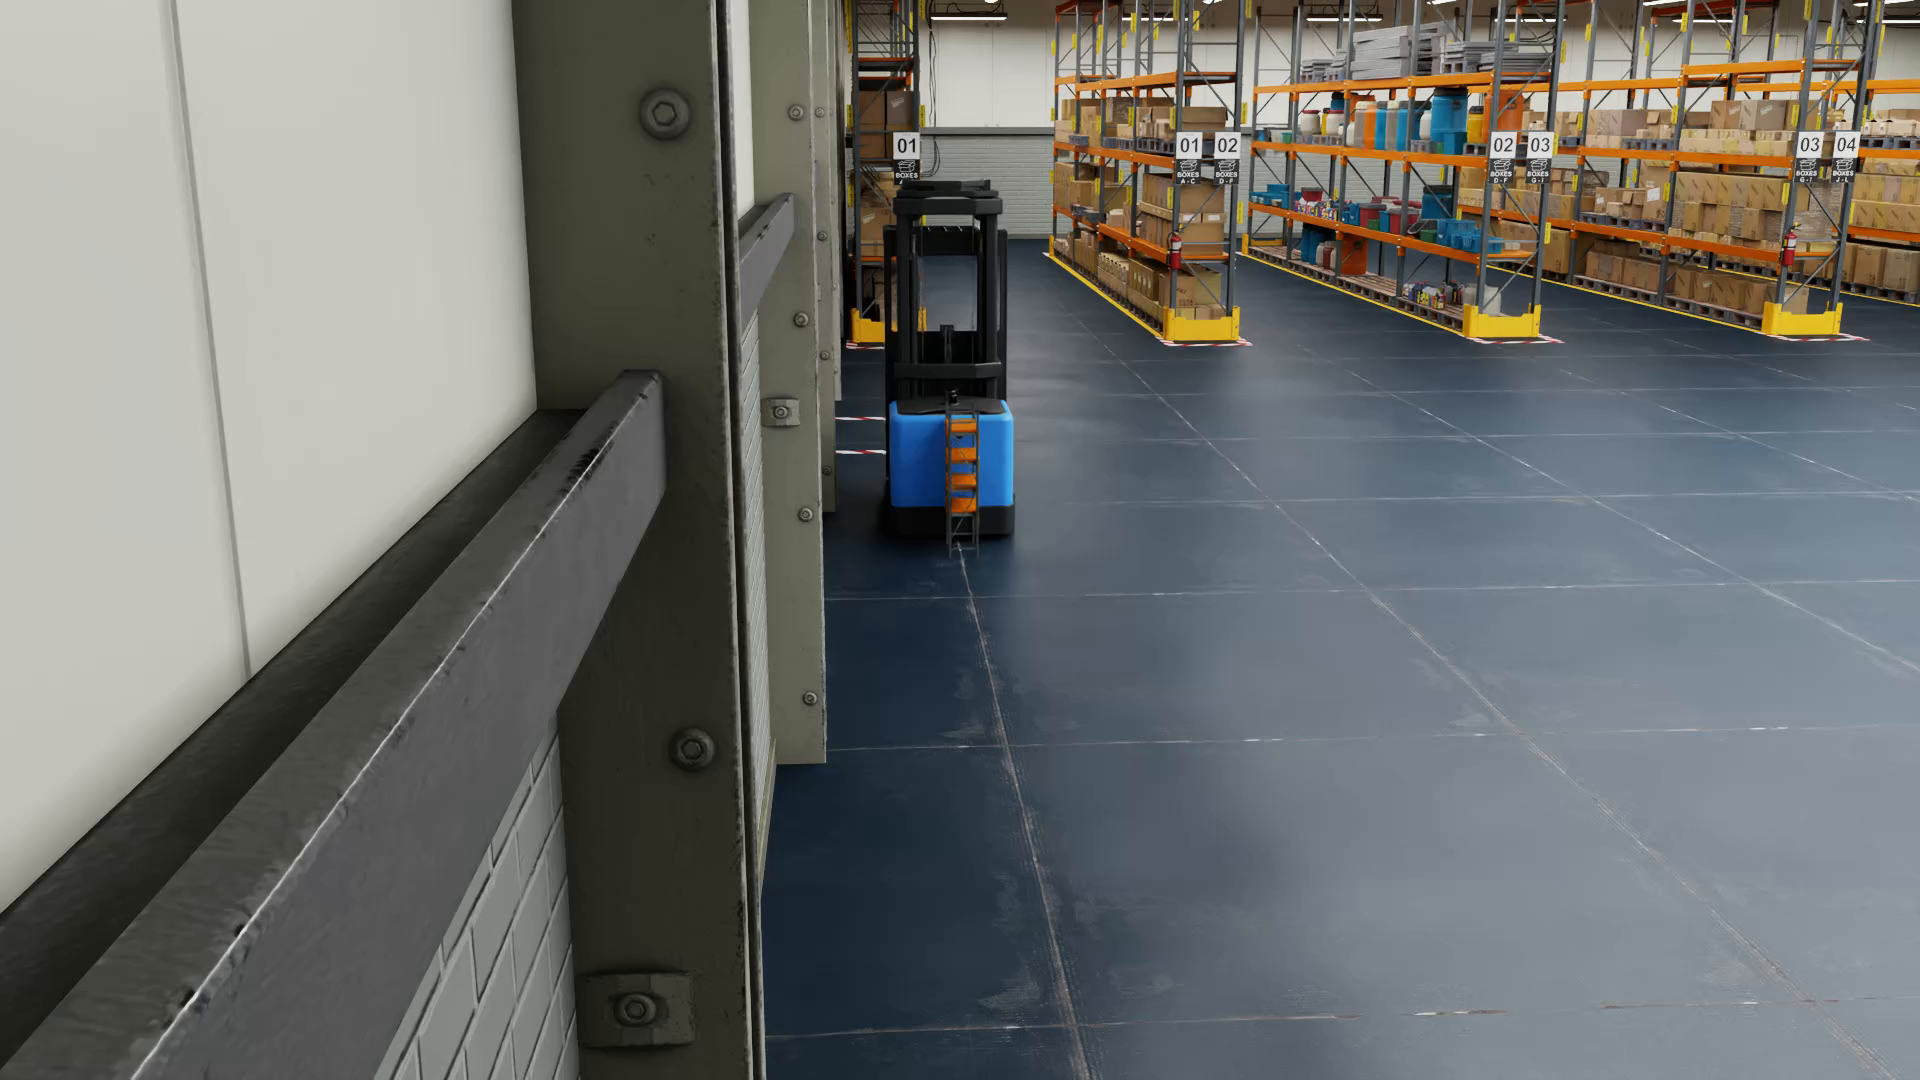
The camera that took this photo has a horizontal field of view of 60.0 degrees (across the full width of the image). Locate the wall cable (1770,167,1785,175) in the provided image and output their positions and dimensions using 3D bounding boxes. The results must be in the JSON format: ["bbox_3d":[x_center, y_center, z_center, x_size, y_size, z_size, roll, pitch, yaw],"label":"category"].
[{"bbox_3d":[23.654,-10.859,48.172,0.588,1.984,0.122,-1,14,-3],"label":"wall cable"}]

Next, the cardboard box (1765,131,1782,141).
[{"bbox_3d":[13.358,-6.578,27.055,0.380,0.149,0.250,-2,15,-6],"label":"cardboard box"}]

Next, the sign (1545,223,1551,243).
[{"bbox_3d":[9.318,-4.873,26.390,0.100,0.325,0.005,-1,14,-3],"label":"sign"}]

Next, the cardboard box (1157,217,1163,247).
[{"bbox_3d":[3.709,-5.206,28.038,0.700,0.500,0.500,0,14,-2],"label":"cardboard box"}]

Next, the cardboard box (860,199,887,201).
[{"bbox_3d":[-1.493,-5.501,28.142,0.500,0.500,0.500,0,14,-2],"label":"cardboard box"}]

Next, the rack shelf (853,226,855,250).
[{"bbox_3d":[-1.492,-5.722,31.691,1.077,0.370,4.000,-1,14,-3],"label":"rack shelf"}]

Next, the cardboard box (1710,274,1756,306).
[{"bbox_3d":[13.609,-4.400,29.281,0.500,0.500,0.500,-2,15,-8],"label":"cardboard box"}]

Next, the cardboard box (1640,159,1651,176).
[{"bbox_3d":[17.440,-9.400,41.735,0.500,0.500,0.500,-1,14,-4],"label":"cardboard box"}]

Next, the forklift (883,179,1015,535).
[{"bbox_3d":[-0.140,-1.770,15.024,1.130,2.935,3.031,-1,14,-3],"label":"forklift"}]

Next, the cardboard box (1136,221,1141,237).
[{"bbox_3d":[3.502,-5.700,30.461,0.500,0.250,0.500,0,14,0],"label":"cardboard box"}]

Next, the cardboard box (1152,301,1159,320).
[{"bbox_3d":[3.453,-3.781,27.376,0.500,0.250,0.500,-1,14,-3],"label":"cardboard box"}]

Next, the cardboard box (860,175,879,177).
[{"bbox_3d":[-1.959,-7.499,34.809,0.500,0.250,0.500,-1,14,-5],"label":"cardboard box"}]

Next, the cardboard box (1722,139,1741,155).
[{"bbox_3d":[13.335,-6.681,28.253,0.500,0.250,0.500,-1,14,-4],"label":"cardboard box"}]

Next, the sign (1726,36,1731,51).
[{"bbox_3d":[17.382,-11.236,37.604,0.100,0.325,0.005,-1,14,-3],"label":"sign"}]

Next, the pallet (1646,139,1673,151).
[{"bbox_3d":[13.532,-7.320,30.812,1.213,0.211,1.003,-1,14,-3],"label":"pallet"}]

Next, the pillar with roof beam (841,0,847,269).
[{"bbox_3d":[1.527,-10.696,37.536,9.100,9.000,0.400,-1,14,-3],"label":"pillar with roof beam"}]

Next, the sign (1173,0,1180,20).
[{"bbox_3d":[3.282,-8.047,25.210,0.100,0.325,0.005,-1,14,-3],"label":"sign"}]

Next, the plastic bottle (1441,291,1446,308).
[{"bbox_3d":[8.335,-4.144,28.681,0.061,0.283,0.133,-1,14,-3],"label":"plastic bottle"}]

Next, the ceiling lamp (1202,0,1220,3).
[{"bbox_3d":[5.830,-13.206,35.579,0.800,3.185,2.000,-1,14,-3],"label":"ceiling lamp"}]

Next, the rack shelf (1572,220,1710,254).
[{"bbox_3d":[13.340,-5.952,32.583,1.077,0.370,4.000,-1,14,-3],"label":"rack shelf"}]

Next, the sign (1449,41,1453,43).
[{"bbox_3d":[12.166,-12.215,41.248,0.100,0.325,0.005,-1,14,-3],"label":"sign"}]

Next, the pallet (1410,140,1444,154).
[{"bbox_3d":[8.663,-6.910,29.221,1.213,0.211,1.003,-1,14,-3],"label":"pallet"}]

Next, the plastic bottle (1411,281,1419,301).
[{"bbox_3d":[8.156,-4.449,29.733,0.144,0.351,0.185,0,14,-2],"label":"plastic bottle"}]

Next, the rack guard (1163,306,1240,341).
[{"bbox_3d":[3.826,-3.439,26.391,1.175,0.500,0.348,-1,14,-3],"label":"rack guard"}]

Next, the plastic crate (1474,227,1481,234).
[{"bbox_3d":[8.860,-5.383,29.228,0.499,0.251,0.616,-1,14,-3],"label":"plastic crate"}]

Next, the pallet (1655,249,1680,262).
[{"bbox_3d":[17.769,-6.964,40.669,1.003,0.211,1.213,-1,14,-3],"label":"pallet"}]

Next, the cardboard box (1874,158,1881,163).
[{"bbox_3d":[22.476,-9.244,40.424,0.380,0.149,0.250,-1,14,-3],"label":"cardboard box"}]

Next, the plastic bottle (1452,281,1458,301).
[{"bbox_3d":[8.860,-4.453,29.747,0.144,0.351,0.185,-2,15,-6],"label":"plastic bottle"}]

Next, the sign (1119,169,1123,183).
[{"bbox_3d":[3.634,-8.211,37.594,0.100,0.325,0.005,-1,14,-3],"label":"sign"}]

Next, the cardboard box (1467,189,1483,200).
[{"bbox_3d":[12.585,-8.351,40.168,0.500,0.250,0.500,-1,14,-5],"label":"cardboard box"}]

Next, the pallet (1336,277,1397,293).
[{"bbox_3d":[8.282,-5.177,33.725,1.003,0.211,1.213,-1,14,-3],"label":"pallet"}]

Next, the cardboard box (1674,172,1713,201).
[{"bbox_3d":[13.238,-6.364,29.935,0.500,0.500,0.500,-1,14,-3],"label":"cardboard box"}]

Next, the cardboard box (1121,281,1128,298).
[{"bbox_3d":[3.261,-4.621,30.643,0.500,0.250,0.500,-1,14,-4],"label":"cardboard box"}]

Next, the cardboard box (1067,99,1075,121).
[{"bbox_3d":[2.903,-10.119,39.108,0.700,0.500,0.500,-1,14,-3],"label":"cardboard box"}]

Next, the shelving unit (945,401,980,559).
[{"bbox_3d":[0.016,-0.490,13.522,0.258,1.200,0.503,-1,14,-3],"label":"shelving unit"}]

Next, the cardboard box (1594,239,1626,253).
[{"bbox_3d":[13.287,-5.997,33.943,0.500,0.250,0.500,0,14,-1],"label":"cardboard box"}]

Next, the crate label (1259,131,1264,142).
[{"bbox_3d":[7.512,-9.857,40.595,0.408,0.251,0.502,-1,14,-3],"label":"crate label"}]

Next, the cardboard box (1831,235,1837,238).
[{"bbox_3d":[18.372,-6.380,35.473,0.500,0.250,0.500,-2,15,-6],"label":"cardboard box"}]

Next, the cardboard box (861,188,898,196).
[{"bbox_3d":[-1.576,-6.713,33.014,0.700,0.500,0.500,-3,15,-10],"label":"cardboard box"}]

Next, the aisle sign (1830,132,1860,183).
[{"bbox_3d":[14.015,-6.056,26.327,0.394,0.787,0.004,-1,14,-3],"label":"aisle sign"}]

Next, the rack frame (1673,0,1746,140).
[{"bbox_3d":[13.464,-8.708,29.812,1.000,3.000,0.127,-1,14,-3],"label":"rack frame"}]

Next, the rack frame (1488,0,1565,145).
[{"bbox_3d":[8.768,-7.637,25.649,1.000,3.000,0.127,-1,14,-3],"label":"rack frame"}]

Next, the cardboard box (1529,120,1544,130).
[{"bbox_3d":[12.946,-9.131,36.812,0.500,0.311,0.500,-1,14,-5],"label":"cardboard box"}]

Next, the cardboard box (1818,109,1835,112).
[{"bbox_3d":[18.336,-9.017,35.294,0.396,0.266,0.258,-1,14,-3],"label":"cardboard box"}]

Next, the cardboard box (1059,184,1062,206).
[{"bbox_3d":[2.663,-8.316,40.127,0.500,0.500,0.500,-1,14,-4],"label":"cardboard box"}]

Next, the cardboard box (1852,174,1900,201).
[{"bbox_3d":[18.257,-7.017,33.070,0.700,0.500,0.500,-1,14,-4],"label":"cardboard box"}]

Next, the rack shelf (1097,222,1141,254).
[{"bbox_3d":[3.452,-5.800,31.992,1.077,0.370,4.000,-1,14,-3],"label":"rack shelf"}]

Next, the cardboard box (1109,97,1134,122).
[{"bbox_3d":[3.308,-8.740,33.747,0.500,0.500,0.500,-1,14,-3],"label":"cardboard box"}]

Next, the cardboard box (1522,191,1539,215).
[{"bbox_3d":[12.810,-7.473,36.851,0.500,0.500,0.500,-1,14,-5],"label":"cardboard box"}]

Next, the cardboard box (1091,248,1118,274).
[{"bbox_3d":[3.036,-5.877,34.982,0.500,0.500,0.500,0,14,-1],"label":"cardboard box"}]

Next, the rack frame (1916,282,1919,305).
[{"bbox_3d":[18.421,-5.854,30.760,1.000,3.000,0.127,-1,14,-3],"label":"rack frame"}]

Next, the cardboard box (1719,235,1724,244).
[{"bbox_3d":[13.344,-5.189,28.677,0.380,0.149,0.250,-1,14,-3],"label":"cardboard box"}]

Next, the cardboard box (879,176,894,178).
[{"bbox_3d":[-1.420,-7.384,34.363,0.500,0.250,0.500,-1,14,-4],"label":"cardboard box"}]

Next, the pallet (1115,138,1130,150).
[{"bbox_3d":[3.532,-7.561,31.754,1.003,0.211,1.213,0,14,-1],"label":"pallet"}]

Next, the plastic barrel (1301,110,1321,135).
[{"bbox_3d":[7.807,-9.303,37.028,0.433,0.535,0.433,0,14,0],"label":"plastic barrel"}]

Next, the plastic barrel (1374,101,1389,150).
[{"bbox_3d":[8.191,-7.870,31.569,0.600,0.901,0.708,-1,14,-3],"label":"plastic barrel"}]
